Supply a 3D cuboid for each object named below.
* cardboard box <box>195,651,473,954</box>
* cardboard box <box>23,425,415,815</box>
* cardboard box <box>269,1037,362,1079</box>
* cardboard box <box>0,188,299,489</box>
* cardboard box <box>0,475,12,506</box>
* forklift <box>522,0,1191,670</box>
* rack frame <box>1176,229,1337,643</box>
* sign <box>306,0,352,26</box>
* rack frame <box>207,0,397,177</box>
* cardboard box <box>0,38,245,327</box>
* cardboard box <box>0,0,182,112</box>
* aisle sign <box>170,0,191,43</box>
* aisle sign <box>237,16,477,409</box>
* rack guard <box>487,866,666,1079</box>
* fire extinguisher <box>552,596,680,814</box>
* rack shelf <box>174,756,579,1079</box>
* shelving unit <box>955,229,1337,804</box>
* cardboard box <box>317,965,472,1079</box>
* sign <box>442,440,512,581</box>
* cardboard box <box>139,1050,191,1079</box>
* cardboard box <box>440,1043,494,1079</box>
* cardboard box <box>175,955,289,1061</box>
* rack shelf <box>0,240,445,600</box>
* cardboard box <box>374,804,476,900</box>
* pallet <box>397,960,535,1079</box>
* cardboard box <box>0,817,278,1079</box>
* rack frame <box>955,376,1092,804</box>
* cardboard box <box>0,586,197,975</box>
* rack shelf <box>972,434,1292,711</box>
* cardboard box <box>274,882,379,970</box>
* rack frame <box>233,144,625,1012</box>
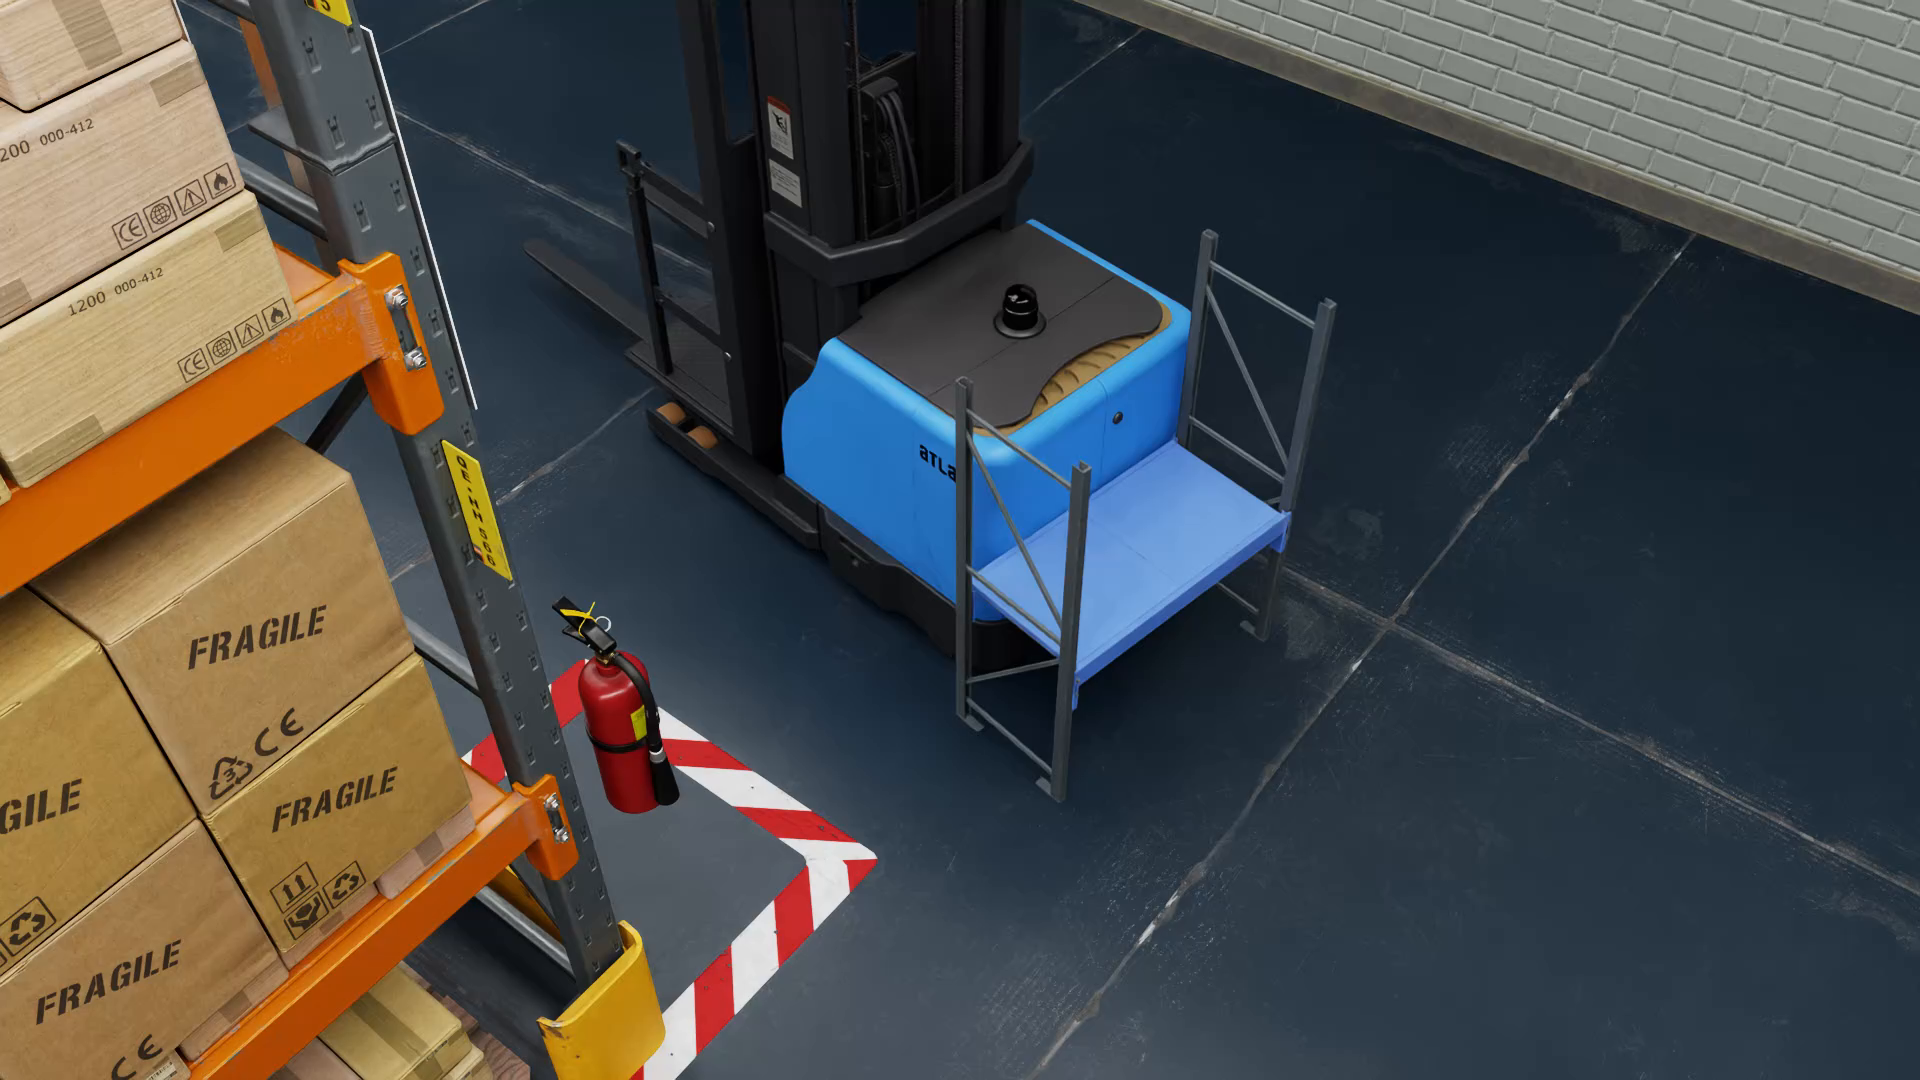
[{"bbox_3d":[-1.428,0.433,3.487,0.500,0.500,0.500,30,53,26],"label":"cardboard box"},{"bbox_3d":[-1.440,0.088,3.125,0.500,0.500,0.500,28,52,24],"label":"cardboard box"},{"bbox_3d":[-1.679,1.367,4.140,0.380,0.149,0.250,30,53,26],"label":"cardboard box"},{"bbox_3d":[-1.425,-0.408,2.595,0.500,0.250,0.500,28,52,24],"label":"cardboard box"},{"bbox_3d":[-1.732,-0.113,2.313,0.500,0.250,0.500,29,53,25],"label":"cardboard box"},{"bbox_3d":[-0.590,-1.527,5.682,1.130,2.935,3.031,-36,56,-29],"label":"forklift"},{"bbox_3d":[0.916,-0.293,5.493,0.032,1.500,0.500,-33,55,-28],"label":"rack frame"},{"bbox_3d":[-0.930,-0.886,2.335,0.100,0.325,0.005,29,53,25],"label":"sign"},{"bbox_3d":[-1.357,-1.873,1.816,1.000,3.000,0.127,29,53,25],"label":"rack frame"},{"bbox_3d":[-1.437,-0.582,2.415,0.500,0.250,0.500,28,52,24],"label":"cardboard box"},{"bbox_3d":[-1.327,-0.775,2.324,0.380,0.149,0.250,29,53,25],"label":"cardboard box"},{"bbox_3d":[-1.549,-0.873,3.212,0.394,0.787,0.004,29,53,25],"label":"aisle sign"},{"bbox_3d":[-1.074,-0.608,2.958,0.394,0.787,0.004,29,53,25],"label":"aisle sign"},{"bbox_3d":[-1.403,1.106,4.848,1.175,0.500,0.348,29,53,25],"label":"rack guard"},{"bbox_3d":[-0.837,0.415,4.091,0.296,0.674,0.183,29,53,25],"label":"fire extinguisher"},{"bbox_3d":[-2.579,1.592,3.152,1.077,0.370,4.000,29,53,25],"label":"rack shelf"},{"bbox_3d":[0.541,-0.045,5.256,1.048,1.500,0.538,-33,55,-28],"label":"shelving unit"},{"bbox_3d":[-1.480,1.248,4.253,0.380,0.149,0.250,30,53,25],"label":"cardboard box"},{"bbox_3d":[-0.930,-0.053,3.207,0.100,0.325,0.005,29,53,25],"label":"sign"},{"bbox_3d":[-1.793,1.030,3.366,0.380,0.149,0.250,31,54,26],"label":"cardboard box"},{"bbox_3d":[-1.453,1.364,4.348,0.380,0.149,0.250,28,52,24],"label":"cardboard box"},{"bbox_3d":[-1.655,0.873,3.515,0.380,0.149,0.250,29,53,25],"label":"cardboard box"},{"bbox_3d":[-2.579,0.556,2.068,1.077,0.370,4.000,29,53,25],"label":"rack shelf"},{"bbox_3d":[-1.332,0.597,3.779,0.380,0.149,0.250,29,53,25],"label":"cardboard box"},{"bbox_3d":[-1.928,1.655,4.523,1.003,0.211,1.213,29,53,25],"label":"pallet"},{"bbox_3d":[-1.747,0.725,3.208,0.500,0.500,0.500,28,53,24],"label":"cardboard box"},{"bbox_3d":[0.166,0.203,5.019,0.032,1.500,0.500,-33,55,-28],"label":"rack frame"},{"bbox_3d":[-1.749,0.378,2.848,0.500,0.500,0.500,27,52,24],"label":"cardboard box"},{"bbox_3d":[0.541,0.079,5.386,1.000,0.185,0.538,-33,55,-28],"label":"rack shelf"},{"bbox_3d":[-1.514,0.723,3.658,0.380,0.149,0.250,29,53,25],"label":"cardboard box"},{"bbox_3d":[-1.357,0.199,3.985,1.000,3.000,0.127,29,53,25],"label":"rack frame"}]
